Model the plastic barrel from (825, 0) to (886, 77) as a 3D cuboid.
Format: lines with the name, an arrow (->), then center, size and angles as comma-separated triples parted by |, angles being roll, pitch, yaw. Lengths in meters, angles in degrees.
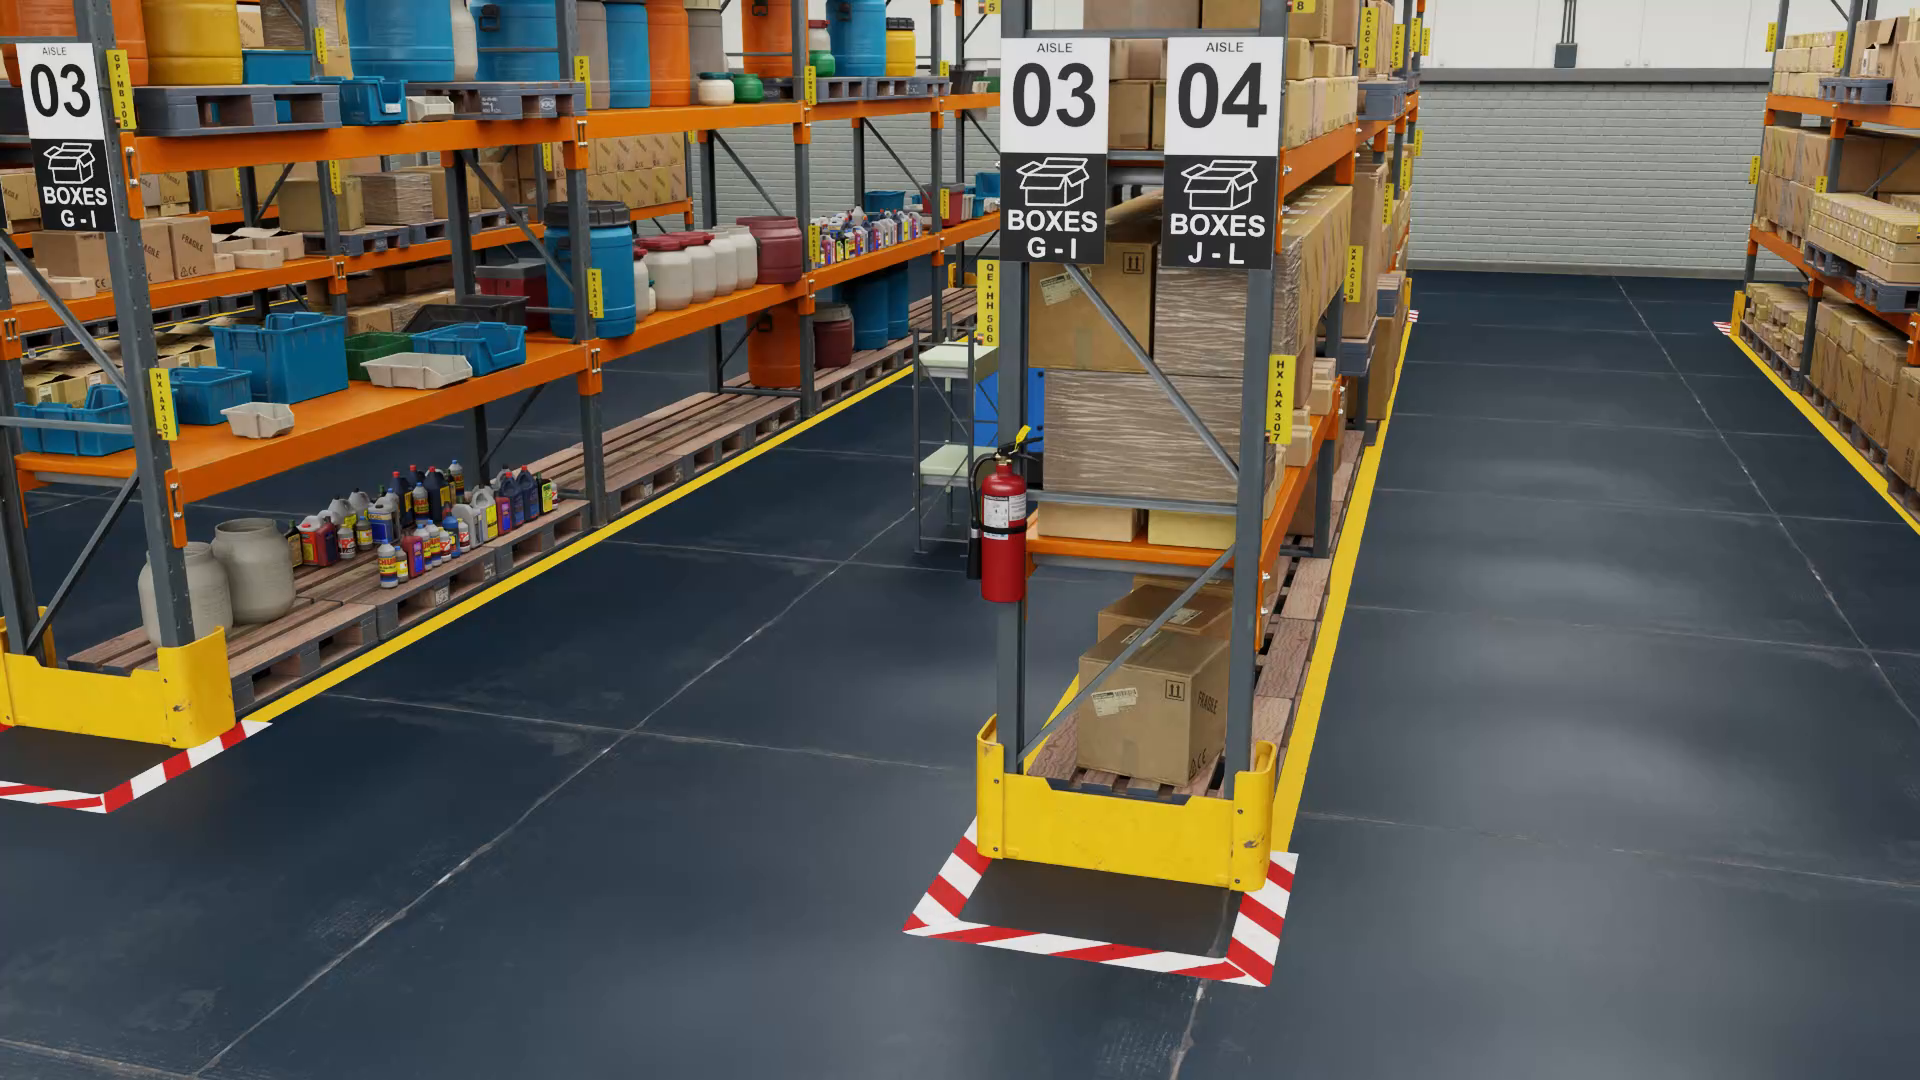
plastic barrel -> -1.036, -5.088, 16.584 | 0.600, 0.901, 0.708 | 5, 16, 16

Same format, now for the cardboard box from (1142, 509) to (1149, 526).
cardboard box -> 0.595, -0.171, 6.896 | 0.380, 0.149, 0.250 | 5, 16, 16

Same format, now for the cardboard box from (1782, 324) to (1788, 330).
cardboard box -> 8.906, -2.215, 17.550 | 0.380, 0.149, 0.250 | 5, 17, 17

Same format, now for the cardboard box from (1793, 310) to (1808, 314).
cardboard box -> 8.876, -2.292, 17.278 | 0.380, 0.149, 0.250 | 5, 17, 18

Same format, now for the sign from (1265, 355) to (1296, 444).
sign -> 1.161, -0.511, 6.046 | 0.100, 0.325, 0.005 | 5, 16, 16

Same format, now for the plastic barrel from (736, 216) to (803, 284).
plastic barrel -> -1.676, -2.534, 14.516 | 0.600, 0.536, 0.708 | 5, 16, 16

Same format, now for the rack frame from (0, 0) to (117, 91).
rack frame -> -4.108, -3.406, 6.848 | 1.000, 3.000, 0.127 | 5, 16, 16

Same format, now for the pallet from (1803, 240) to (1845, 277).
pallet -> 8.421, -2.584, 15.293 | 1.003, 0.211, 1.213 | 5, 16, 16

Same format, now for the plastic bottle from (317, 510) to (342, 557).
plastic bottle -> -3.869, -0.036, 10.145 | 0.152, 0.276, 0.135 | 4, 16, 14

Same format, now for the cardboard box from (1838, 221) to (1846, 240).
cardboard box -> 7.857, -2.678, 14.419 | 0.380, 0.149, 0.250 | 4, 16, 15

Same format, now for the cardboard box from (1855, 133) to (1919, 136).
cardboard box -> 9.445, -3.902, 17.029 | 0.500, 0.500, 0.500 | 5, 17, 17

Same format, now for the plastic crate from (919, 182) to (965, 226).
plastic crate -> -0.204, -3.933, 19.473 | 0.402, 0.464, 0.583 | 5, 16, 16

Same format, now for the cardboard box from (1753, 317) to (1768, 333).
cardboard box -> 9.221, -2.431, 18.856 | 0.380, 0.149, 0.250 | 5, 17, 17

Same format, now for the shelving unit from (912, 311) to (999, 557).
shelving unit -> -0.002, -0.720, 11.119 | 0.431, 1.500, 0.755 | 5, 16, 16

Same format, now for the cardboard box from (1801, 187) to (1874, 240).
cardboard box -> 8.644, -3.204, 16.401 | 0.500, 0.500, 0.500 | 5, 16, 16

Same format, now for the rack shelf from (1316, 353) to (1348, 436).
rack shelf -> 2.346, -1.360, 11.945 | 1.077, 0.370, 4.000 | 5, 16, 16

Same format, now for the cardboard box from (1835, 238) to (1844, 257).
cardboard box -> 7.859, -2.536, 14.465 | 0.380, 0.149, 0.250 | 4, 16, 15

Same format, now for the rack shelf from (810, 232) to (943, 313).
rack shelf -> -1.266, -2.790, 16.988 | 1.077, 0.370, 4.000 | 5, 16, 16

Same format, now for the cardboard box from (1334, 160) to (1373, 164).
cardboard box -> 3.325, -3.120, 14.811 | 0.797, 0.503, 0.637 | 5, 17, 17

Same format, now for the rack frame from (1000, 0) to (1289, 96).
rack frame -> 0.641, -3.022, 5.494 | 1.000, 3.000, 0.127 | 5, 16, 16

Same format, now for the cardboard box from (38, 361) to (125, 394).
cardboard box -> -7.216, -1.320, 13.728 | 0.500, 0.311, 0.500 | 4, 16, 15

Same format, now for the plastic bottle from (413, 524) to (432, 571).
plastic bottle -> -3.197, 0.041, 9.882 | 0.097, 0.271, 0.097 | 0, 16, 0

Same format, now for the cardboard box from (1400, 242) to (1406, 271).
cardboard box -> 4.824, -3.090, 19.851 | 0.875, 0.875, 0.875 | 5, 16, 16

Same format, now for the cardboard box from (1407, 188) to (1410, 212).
cardboard box -> 5.160, -4.113, 20.063 | 0.500, 0.250, 0.500 | 4, 16, 15

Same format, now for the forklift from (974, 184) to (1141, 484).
forklift -> 0.961, -2.168, 13.601 | 1.130, 2.935, 3.031 | 5, 16, 16

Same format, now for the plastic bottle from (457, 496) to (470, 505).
plastic bottle -> -3.130, -0.147, 10.523 | 0.061, 0.283, 0.133 | 5, 16, 16

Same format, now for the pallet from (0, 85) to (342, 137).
pallet -> -3.779, -2.081, 8.019 | 1.003, 0.211, 1.213 | 5, 16, 16

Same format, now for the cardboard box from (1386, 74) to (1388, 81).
cardboard box -> 3.014, -3.457, 12.797 | 0.500, 0.250, 0.500 | 5, 16, 16

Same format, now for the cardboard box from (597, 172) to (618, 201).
cardboard box -> -4.753, -4.470, 21.409 | 0.500, 0.500, 0.500 | 5, 16, 16

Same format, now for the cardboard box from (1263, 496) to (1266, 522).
cardboard box -> 1.040, -0.135, 6.770 | 0.380, 0.149, 0.250 | 5, 16, 16

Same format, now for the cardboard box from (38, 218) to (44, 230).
cardboard box -> -10.679, -3.677, 19.220 | 0.380, 0.149, 0.250 | 5, 17, 17

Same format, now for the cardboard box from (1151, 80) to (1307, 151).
cardboard box -> 1.025, -1.613, 6.297 | 0.500, 0.250, 0.500 | 5, 17, 18

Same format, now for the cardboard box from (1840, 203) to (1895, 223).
cardboard box -> 7.858, -2.826, 14.397 | 0.380, 0.149, 0.250 | 5, 17, 18

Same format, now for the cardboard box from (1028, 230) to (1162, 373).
cardboard box -> 0.560, -0.971, 6.696 | 0.500, 0.500, 0.500 | 5, 16, 16

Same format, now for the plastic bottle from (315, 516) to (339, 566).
plastic bottle -> -3.806, 0.005, 9.987 | 0.061, 0.283, 0.133 | 5, 16, 16

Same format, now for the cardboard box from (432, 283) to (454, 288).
cardboard box -> -6.107, -2.676, 19.040 | 0.500, 0.500, 0.500 | 5, 17, 17

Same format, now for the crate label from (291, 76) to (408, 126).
crate label -> -3.259, -2.356, 8.914 | 0.502, 0.251, 0.408 | 5, 16, 16

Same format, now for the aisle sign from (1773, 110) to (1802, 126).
aisle sign -> 9.648, -5.204, 19.416 | 0.394, 0.787, 0.004 | 5, 16, 16

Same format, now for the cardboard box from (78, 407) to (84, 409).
cardboard box -> -7.367, -0.917, 13.336 | 0.500, 0.250, 0.500 | 4, 16, 15

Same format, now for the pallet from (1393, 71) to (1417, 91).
pallet -> 4.642, -5.207, 18.857 | 1.003, 0.211, 1.213 | 5, 16, 16

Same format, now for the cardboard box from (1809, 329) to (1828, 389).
cardboard box -> 8.313, -1.691, 15.606 | 0.500, 0.500, 0.500 | 5, 17, 18

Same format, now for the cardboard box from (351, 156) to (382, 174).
cardboard box -> -9.195, -5.485, 24.619 | 0.980, 0.700, 0.700 | 5, 17, 18

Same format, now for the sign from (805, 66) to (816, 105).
sign -> -1.305, -3.965, 14.507 | 0.100, 0.325, 0.005 | 5, 16, 16

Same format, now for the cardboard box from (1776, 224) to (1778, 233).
cardboard box -> 9.405, -3.516, 18.690 | 0.380, 0.149, 0.250 | 5, 17, 18

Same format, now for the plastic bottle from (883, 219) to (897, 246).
plastic bottle -> -0.747, -3.244, 17.498 | 0.152, 0.276, 0.135 | 5, 16, 16

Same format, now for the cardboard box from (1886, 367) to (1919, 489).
cardboard box -> 7.382, -0.785, 11.955 | 1.050, 0.750, 0.750 | 4, 16, 15

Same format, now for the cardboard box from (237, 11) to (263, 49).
cardboard box -> -9.585, -6.709, 21.938 | 0.500, 0.500, 0.500 | 4, 16, 15

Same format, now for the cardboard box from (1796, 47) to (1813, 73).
cardboard box -> 9.096, -5.027, 17.419 | 0.500, 0.250, 0.500 | 4, 16, 14

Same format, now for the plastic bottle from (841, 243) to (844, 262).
plastic bottle -> -1.173, -2.790, 16.033 | 0.097, 0.201, 0.097 | 0, 16, 0

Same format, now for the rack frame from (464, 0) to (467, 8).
rack frame -> -5.446, -6.931, 19.274 | 1.000, 3.000, 0.127 | 5, 16, 16

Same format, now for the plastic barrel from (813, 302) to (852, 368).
plastic barrel -> -1.391, -2.080, 16.815 | 0.600, 0.588, 0.708 | 5, 16, 16

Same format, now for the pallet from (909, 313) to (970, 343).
pallet -> -0.526, -2.514, 19.804 | 1.003, 0.211, 1.213 | 5, 16, 16

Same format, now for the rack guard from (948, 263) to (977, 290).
rack guard -> 0.433, -3.511, 22.791 | 1.175, 0.500, 0.348 | 5, 16, 16
